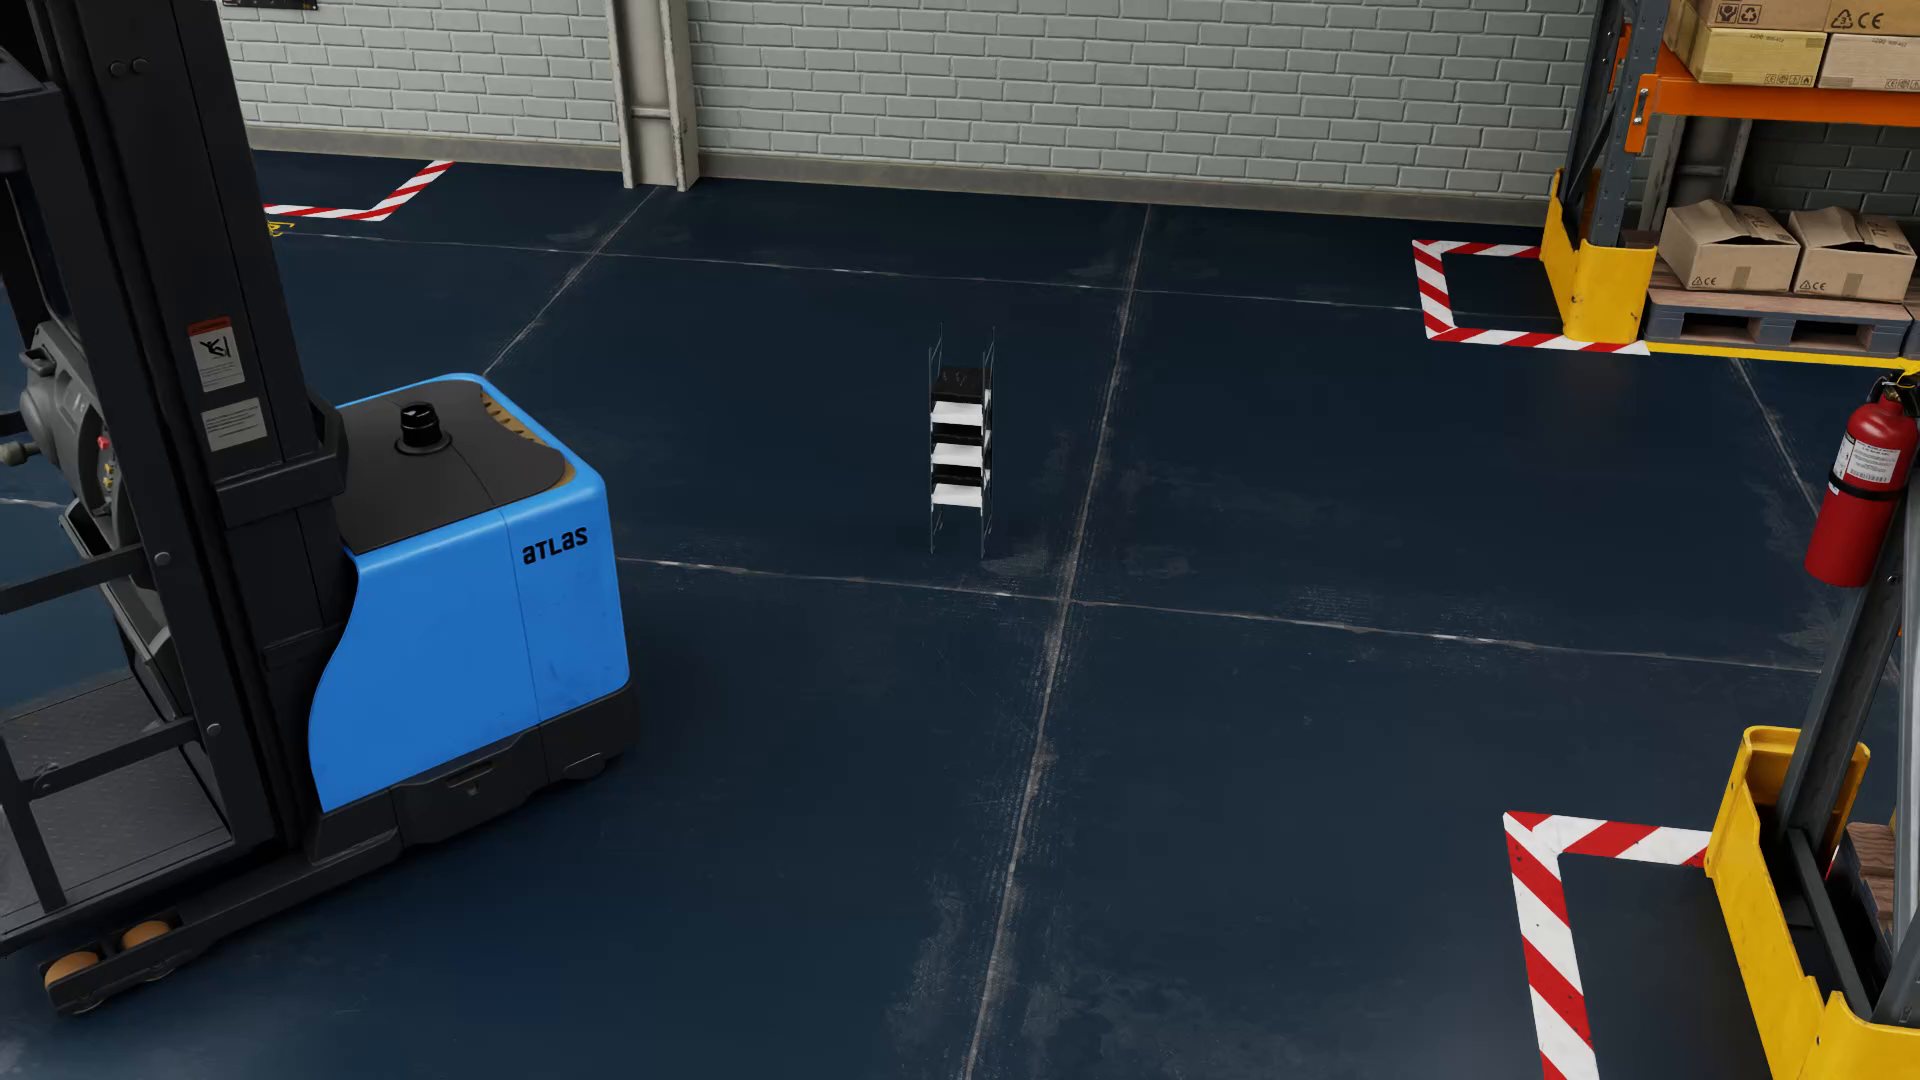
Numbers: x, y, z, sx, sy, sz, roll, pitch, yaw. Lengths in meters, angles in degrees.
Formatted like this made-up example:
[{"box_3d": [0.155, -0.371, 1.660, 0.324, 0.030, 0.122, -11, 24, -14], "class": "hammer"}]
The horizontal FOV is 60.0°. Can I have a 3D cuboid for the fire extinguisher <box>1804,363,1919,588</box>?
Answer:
[{"box_3d": [2.370, -0.200, 4.315, 0.183, 0.674, 0.296, 5, 32, 8], "class": "fire extinguisher"}]

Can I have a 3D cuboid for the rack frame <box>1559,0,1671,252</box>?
[{"box_3d": [3.238, -2.570, 8.029, 0.127, 3.000, 1.000, 5, 32, 8], "class": "rack frame"}]

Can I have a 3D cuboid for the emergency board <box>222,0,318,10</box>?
[{"box_3d": [-4.271, -3.737, 9.892, 0.643, 1.169, 0.194, 5, 32, 8], "class": "emergency board"}]

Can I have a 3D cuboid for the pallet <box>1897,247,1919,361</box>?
[{"box_3d": [5.307, -1.181, 8.437, 1.213, 0.211, 1.003, 5, 32, 8], "class": "pallet"}]

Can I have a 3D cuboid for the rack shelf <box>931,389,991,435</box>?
[{"box_3d": [0.008, -0.505, 6.432, 0.200, 0.077, 0.258, 5, 32, 8], "class": "rack shelf"}]

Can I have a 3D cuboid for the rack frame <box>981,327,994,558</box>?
[{"box_3d": [0.108, -0.372, 6.496, 0.006, 0.900, 0.240, 5, 32, 8], "class": "rack frame"}]

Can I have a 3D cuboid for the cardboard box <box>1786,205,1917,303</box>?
[{"box_3d": [4.467, -1.458, 8.371, 0.500, 0.311, 0.500, 8, 33, 12], "class": "cardboard box"}]

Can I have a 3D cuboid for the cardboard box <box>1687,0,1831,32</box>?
[{"box_3d": [3.658, -2.633, 7.546, 0.500, 0.500, 0.500, 5, 32, 8], "class": "cardboard box"}]

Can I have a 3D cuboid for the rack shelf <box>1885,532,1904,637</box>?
[{"box_3d": [4.380, 0.504, 3.795, 4.000, 0.370, 1.077, 5, 32, 8], "class": "rack shelf"}]

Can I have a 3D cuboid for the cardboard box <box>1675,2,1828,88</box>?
[{"box_3d": [3.665, -2.306, 7.729, 0.500, 0.250, 0.500, 4, 32, 7], "class": "cardboard box"}]

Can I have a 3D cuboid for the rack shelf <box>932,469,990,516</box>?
[{"box_3d": [0.008, -0.200, 6.623, 0.200, 0.077, 0.258, 5, 32, 8], "class": "rack shelf"}]

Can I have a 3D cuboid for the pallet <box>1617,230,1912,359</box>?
[{"box_3d": [4.108, -1.291, 8.613, 1.213, 0.211, 1.003, 5, 32, 8], "class": "pallet"}]

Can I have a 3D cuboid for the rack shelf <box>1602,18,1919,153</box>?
[{"box_3d": [5.209, -2.087, 7.935, 4.000, 0.370, 1.077, 5, 32, 8], "class": "rack shelf"}]

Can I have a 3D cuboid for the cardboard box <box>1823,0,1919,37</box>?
[{"box_3d": [4.143, -2.584, 7.467, 0.500, 0.500, 0.500, 5, 32, 8], "class": "cardboard box"}]

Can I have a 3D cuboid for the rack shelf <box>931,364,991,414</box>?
[{"box_3d": [0.008, -0.581, 6.384, 0.200, 0.077, 0.258, 5, 32, 8], "class": "rack shelf"}]

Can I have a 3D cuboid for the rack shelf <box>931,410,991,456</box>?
[{"box_3d": [0.008, -0.429, 6.480, 0.200, 0.077, 0.258, 5, 32, 8], "class": "rack shelf"}]

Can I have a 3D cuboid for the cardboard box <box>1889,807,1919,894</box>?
[{"box_3d": [2.986, 0.901, 4.678, 0.500, 0.250, 0.500, 5, 32, 8], "class": "cardboard box"}]

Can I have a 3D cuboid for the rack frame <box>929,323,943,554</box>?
[{"box_3d": [-0.092, -0.390, 6.525, 0.006, 0.900, 0.240, 5, 32, 8], "class": "rack frame"}]

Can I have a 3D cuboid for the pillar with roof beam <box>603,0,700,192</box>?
[{"box_3d": [-2.565, -3.787, 4.319, 0.400, 9.000, 9.100, 5, 32, 8], "class": "pillar with roof beam"}]

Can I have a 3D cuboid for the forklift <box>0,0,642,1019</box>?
[{"box_3d": [-2.540, -0.242, 4.374, 3.031, 2.935, 1.130, -23, 38, -31], "class": "forklift"}]

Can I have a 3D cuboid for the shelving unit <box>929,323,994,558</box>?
[{"box_3d": [0.008, -0.381, 6.510, 0.210, 0.900, 0.258, 5, 32, 8], "class": "shelving unit"}]

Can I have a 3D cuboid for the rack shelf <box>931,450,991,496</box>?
[{"box_3d": [0.008, -0.276, 6.576, 0.200, 0.077, 0.258, 5, 32, 8], "class": "rack shelf"}]

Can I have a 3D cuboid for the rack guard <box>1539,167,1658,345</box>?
[{"box_3d": [3.313, -1.504, 8.682, 0.348, 0.500, 1.175, 5, 32, 8], "class": "rack guard"}]

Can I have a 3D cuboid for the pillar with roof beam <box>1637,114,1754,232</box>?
[{"box_3d": [3.349, -3.252, 3.464, 0.400, 9.000, 9.100, 5, 32, 8], "class": "pillar with roof beam"}]

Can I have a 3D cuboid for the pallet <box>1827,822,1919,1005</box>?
[{"box_3d": [3.169, 1.249, 4.556, 1.213, 0.211, 1.003, 5, 32, 8], "class": "pallet"}]

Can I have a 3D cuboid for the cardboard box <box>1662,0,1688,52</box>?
[{"box_3d": [3.731, -2.575, 8.159, 0.500, 0.250, 0.500, 6, 32, 9], "class": "cardboard box"}]

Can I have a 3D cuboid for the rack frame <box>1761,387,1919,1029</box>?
[{"box_3d": [2.408, 0.021, 3.890, 0.127, 3.000, 1.000, 5, 32, 8], "class": "rack frame"}]

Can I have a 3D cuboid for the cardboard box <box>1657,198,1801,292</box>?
[{"box_3d": [3.905, -1.508, 8.452, 0.500, 0.311, 0.500, 2, 32, 3], "class": "cardboard box"}]

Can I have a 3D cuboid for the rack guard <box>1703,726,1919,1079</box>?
[{"box_3d": [2.384, 1.078, 4.556, 0.348, 0.500, 1.175, 5, 32, 8], "class": "rack guard"}]

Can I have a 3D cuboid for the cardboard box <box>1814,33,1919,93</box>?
[{"box_3d": [4.180, -2.267, 7.667, 0.500, 0.250, 0.500, 4, 32, 7], "class": "cardboard box"}]

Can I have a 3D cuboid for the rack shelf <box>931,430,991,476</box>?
[{"box_3d": [0.008, -0.352, 6.528, 0.200, 0.077, 0.258, 5, 32, 8], "class": "rack shelf"}]
